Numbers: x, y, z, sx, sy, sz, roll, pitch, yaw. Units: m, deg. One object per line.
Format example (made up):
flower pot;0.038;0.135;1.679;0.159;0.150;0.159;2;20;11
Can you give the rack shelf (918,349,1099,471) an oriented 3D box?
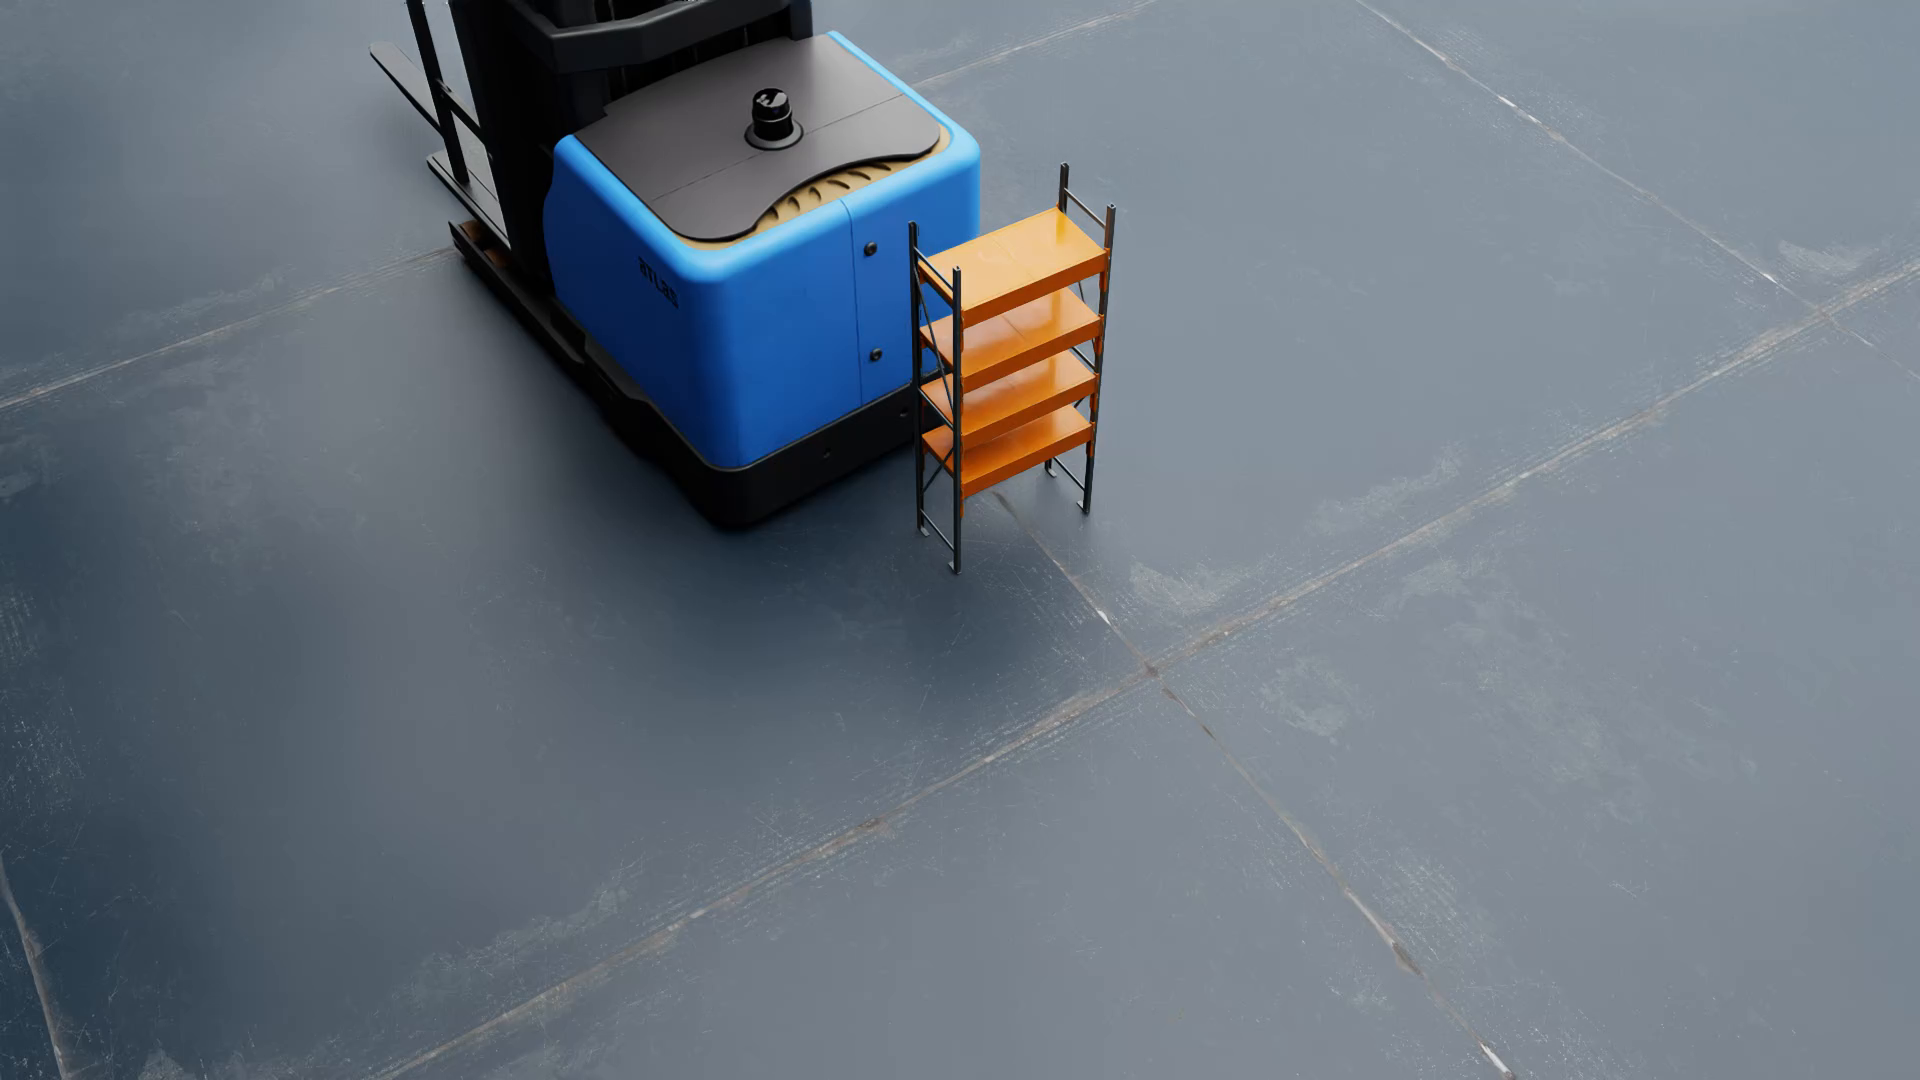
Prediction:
rack shelf;0.140;-0.420;4.911;0.480;0.148;0.258;-25;53;-21

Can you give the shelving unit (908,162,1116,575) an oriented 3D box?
shelving unit;0.140;-0.465;4.861;0.503;1.200;0.258;-25;53;-21

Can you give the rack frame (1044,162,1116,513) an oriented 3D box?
rack frame;0.346;-0.562;4.947;0.015;1.200;0.240;-25;53;-21

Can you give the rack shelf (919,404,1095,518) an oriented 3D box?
rack shelf;0.140;-0.288;5.059;0.480;0.148;0.258;-25;53;-21

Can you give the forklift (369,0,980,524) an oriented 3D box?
forklift;-1.214;-2.080;5.140;1.130;2.935;3.031;-30;55;-24

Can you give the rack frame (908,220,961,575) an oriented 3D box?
rack frame;-0.066;-0.368;4.774;0.015;1.200;0.240;-25;53;-21

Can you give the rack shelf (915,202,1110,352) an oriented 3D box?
rack shelf;0.140;-0.726;4.567;0.480;0.148;0.258;-25;53;-21

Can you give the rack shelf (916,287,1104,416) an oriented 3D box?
rack shelf;0.140;-0.569;4.744;0.480;0.148;0.258;-25;53;-21
